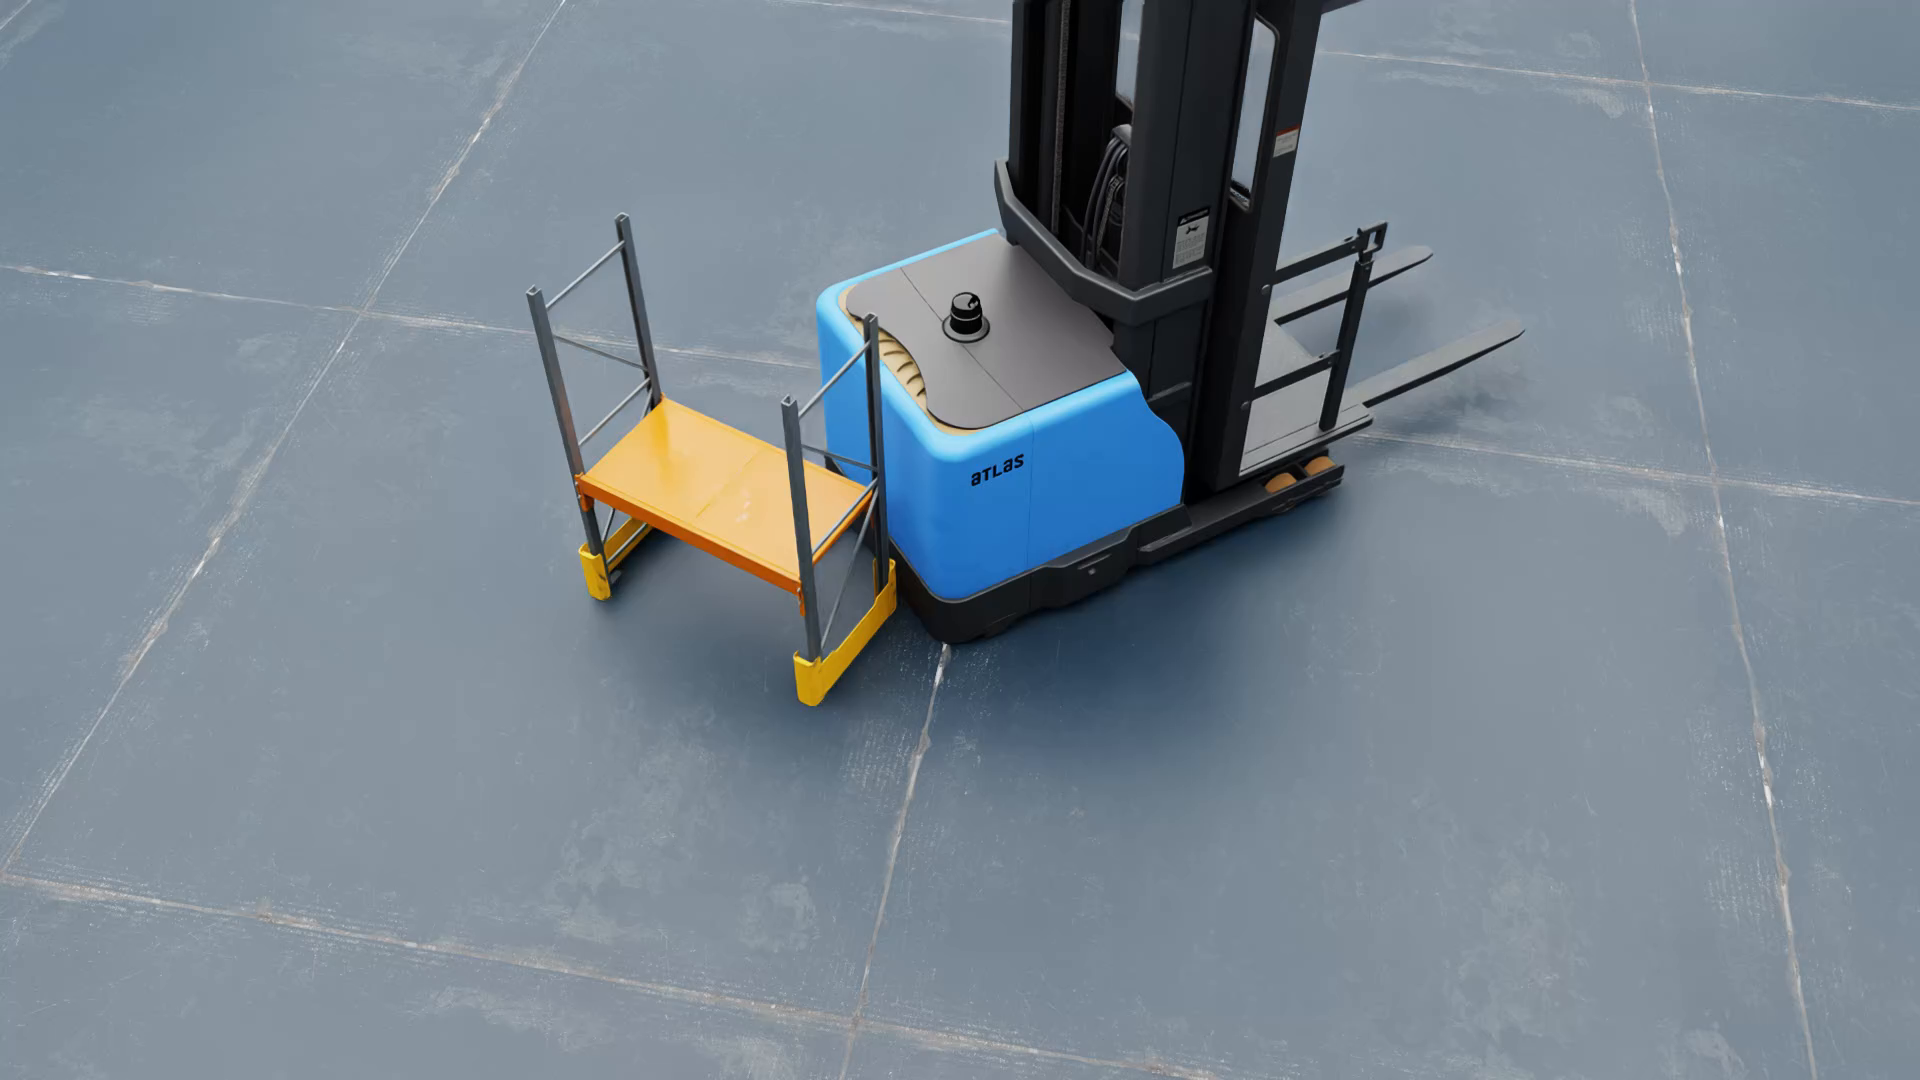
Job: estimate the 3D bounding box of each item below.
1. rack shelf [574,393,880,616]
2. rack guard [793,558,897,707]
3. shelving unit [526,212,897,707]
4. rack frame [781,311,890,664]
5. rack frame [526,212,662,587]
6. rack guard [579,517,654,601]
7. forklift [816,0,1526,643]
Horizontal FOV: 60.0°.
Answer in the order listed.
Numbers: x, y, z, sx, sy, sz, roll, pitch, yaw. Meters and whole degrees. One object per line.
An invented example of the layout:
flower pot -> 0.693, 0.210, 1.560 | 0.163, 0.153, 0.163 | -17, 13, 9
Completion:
rack shelf -> -0.843, -0.147, 6.087 | 1.000, 0.185, 0.538 | 24, 52, 20
rack guard -> -0.423, 0.338, 6.250 | 0.087, 0.250, 0.587 | 24, 52, 20
shelving unit -> -0.850, -0.271, 5.957 | 1.083, 1.500, 0.587 | 24, 52, 20
rack frame -> -0.407, -0.072, 5.779 | 0.032, 1.500, 0.500 | 24, 52, 20
rack frame -> -1.278, -0.462, 6.129 | 0.032, 1.500, 0.500 | 24, 52, 20
rack guard -> -1.277, -0.044, 6.593 | 0.087, 0.250, 0.587 | 24, 52, 20
forklift -> 0.990, -1.410, 6.019 | 3.031, 2.935, 1.130 | -23, 52, -19
